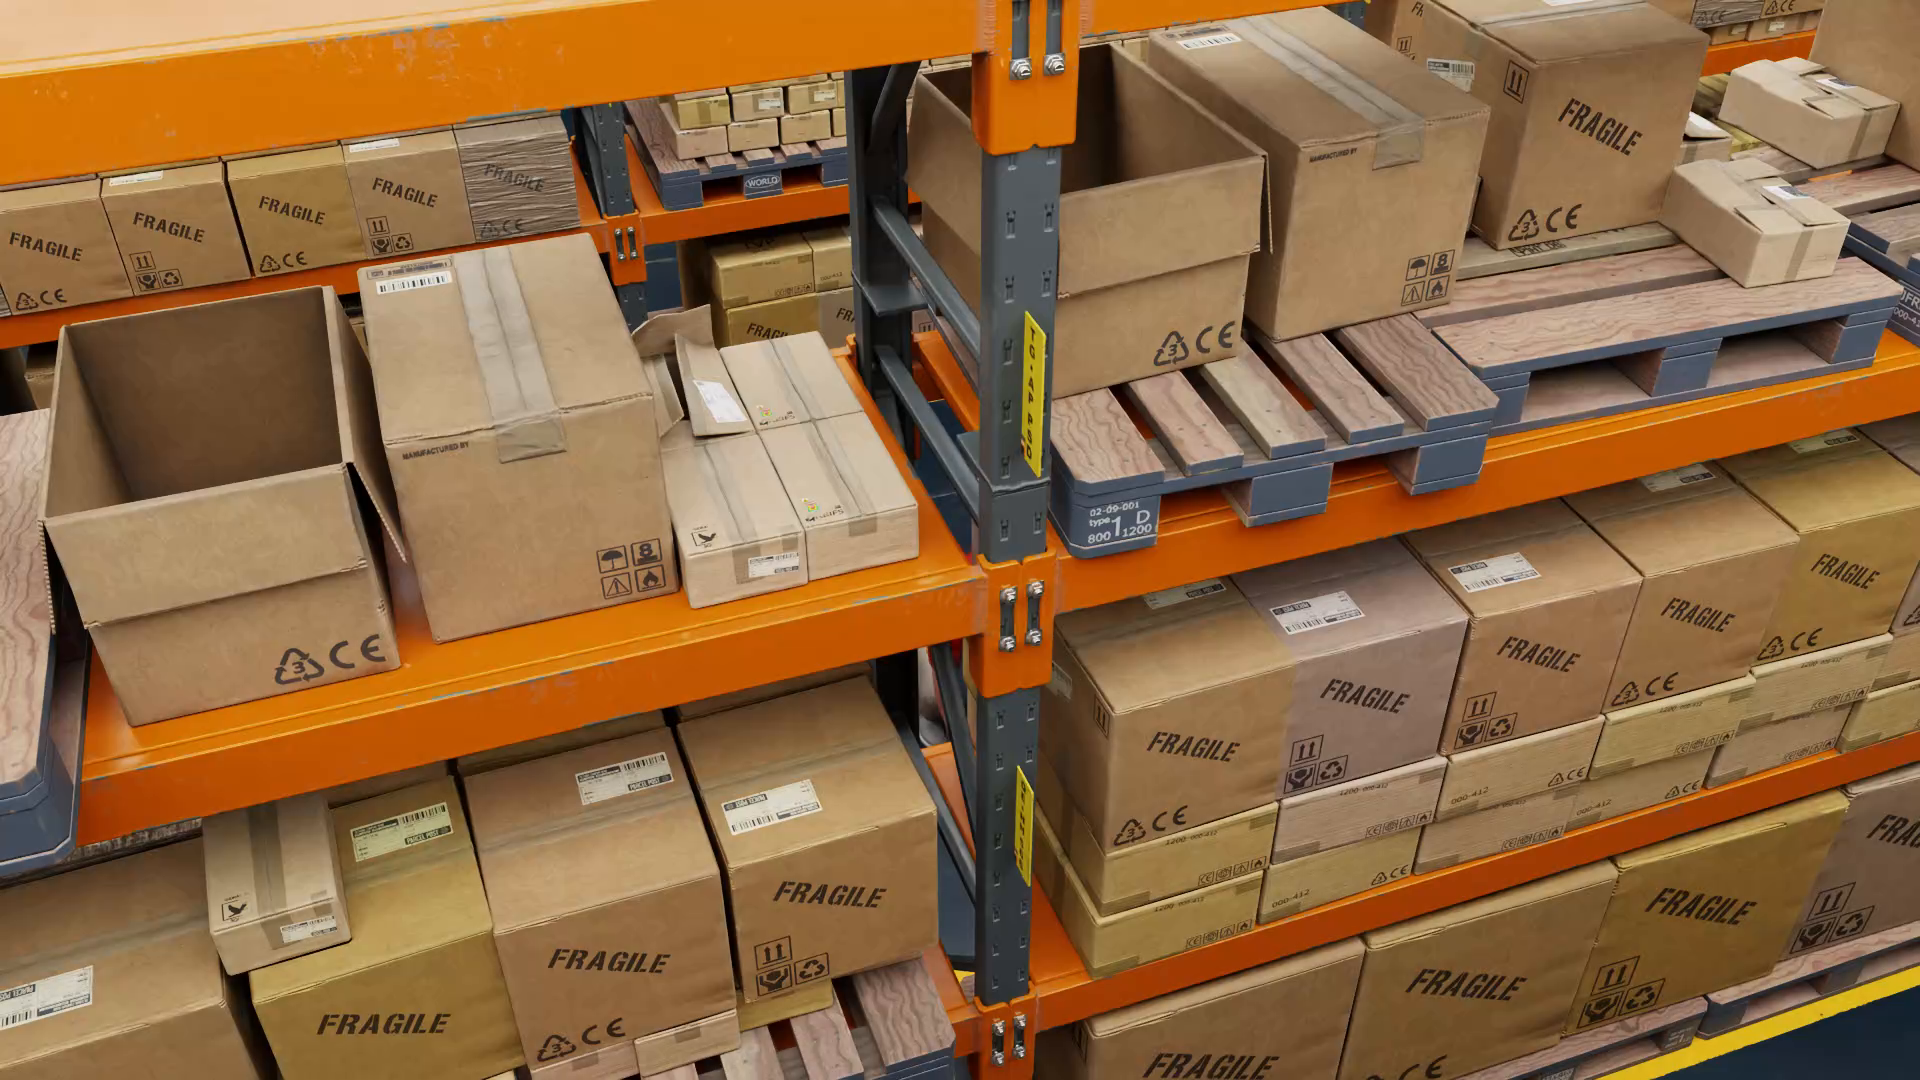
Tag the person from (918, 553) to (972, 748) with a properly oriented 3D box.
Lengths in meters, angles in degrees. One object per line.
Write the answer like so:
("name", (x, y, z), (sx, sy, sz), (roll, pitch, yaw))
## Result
("person", (0.078, 0.419, 6.805), (0.572, 1.061, 0.850), (-13, 39, -16))
